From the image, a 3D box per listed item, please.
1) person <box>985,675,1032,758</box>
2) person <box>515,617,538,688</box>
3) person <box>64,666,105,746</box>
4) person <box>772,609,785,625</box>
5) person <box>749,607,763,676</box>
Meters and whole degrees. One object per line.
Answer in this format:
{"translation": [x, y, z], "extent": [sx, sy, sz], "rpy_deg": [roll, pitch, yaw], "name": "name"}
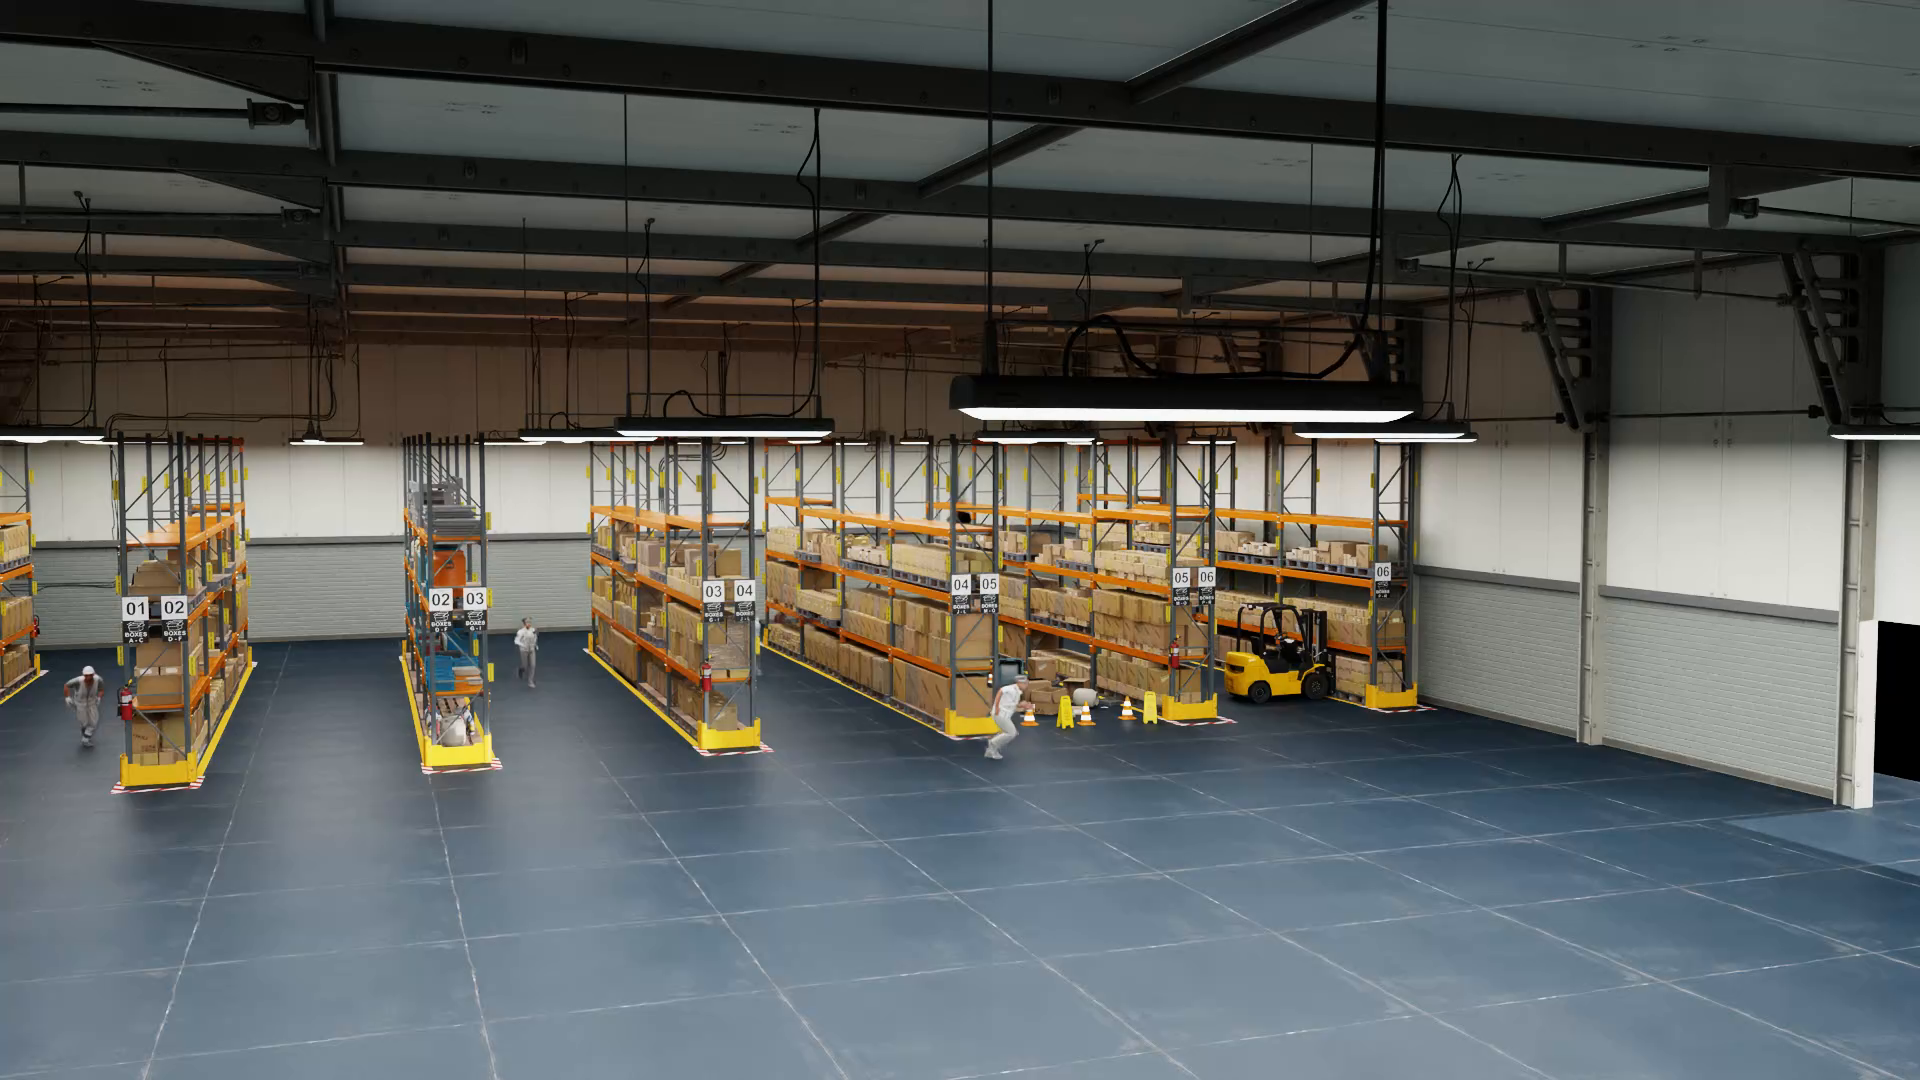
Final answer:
{"translation": [0.877, 3.250, 30.464], "extent": [0.883, 1.572, 0.695], "rpy_deg": [1, 3, 16], "name": "person"}
{"translation": [-10.427, 2.691, 40.051], "extent": [0.624, 1.706, 0.817], "rpy_deg": [-2, 4, -36], "name": "person"}
{"translation": [-16.741, 3.177, 31.801], "extent": [0.685, 1.583, 0.899], "rpy_deg": [-2, 4, -38], "name": "person"}
{"translation": [-5.271, 2.192, 49.376], "extent": [0.799, 1.660, 0.620], "rpy_deg": [-1, 3, -10], "name": "person"}
{"translation": [-5.248, 2.562, 41.944], "extent": [0.583, 1.740, 0.801], "rpy_deg": [-2, 4, -32], "name": "person"}
